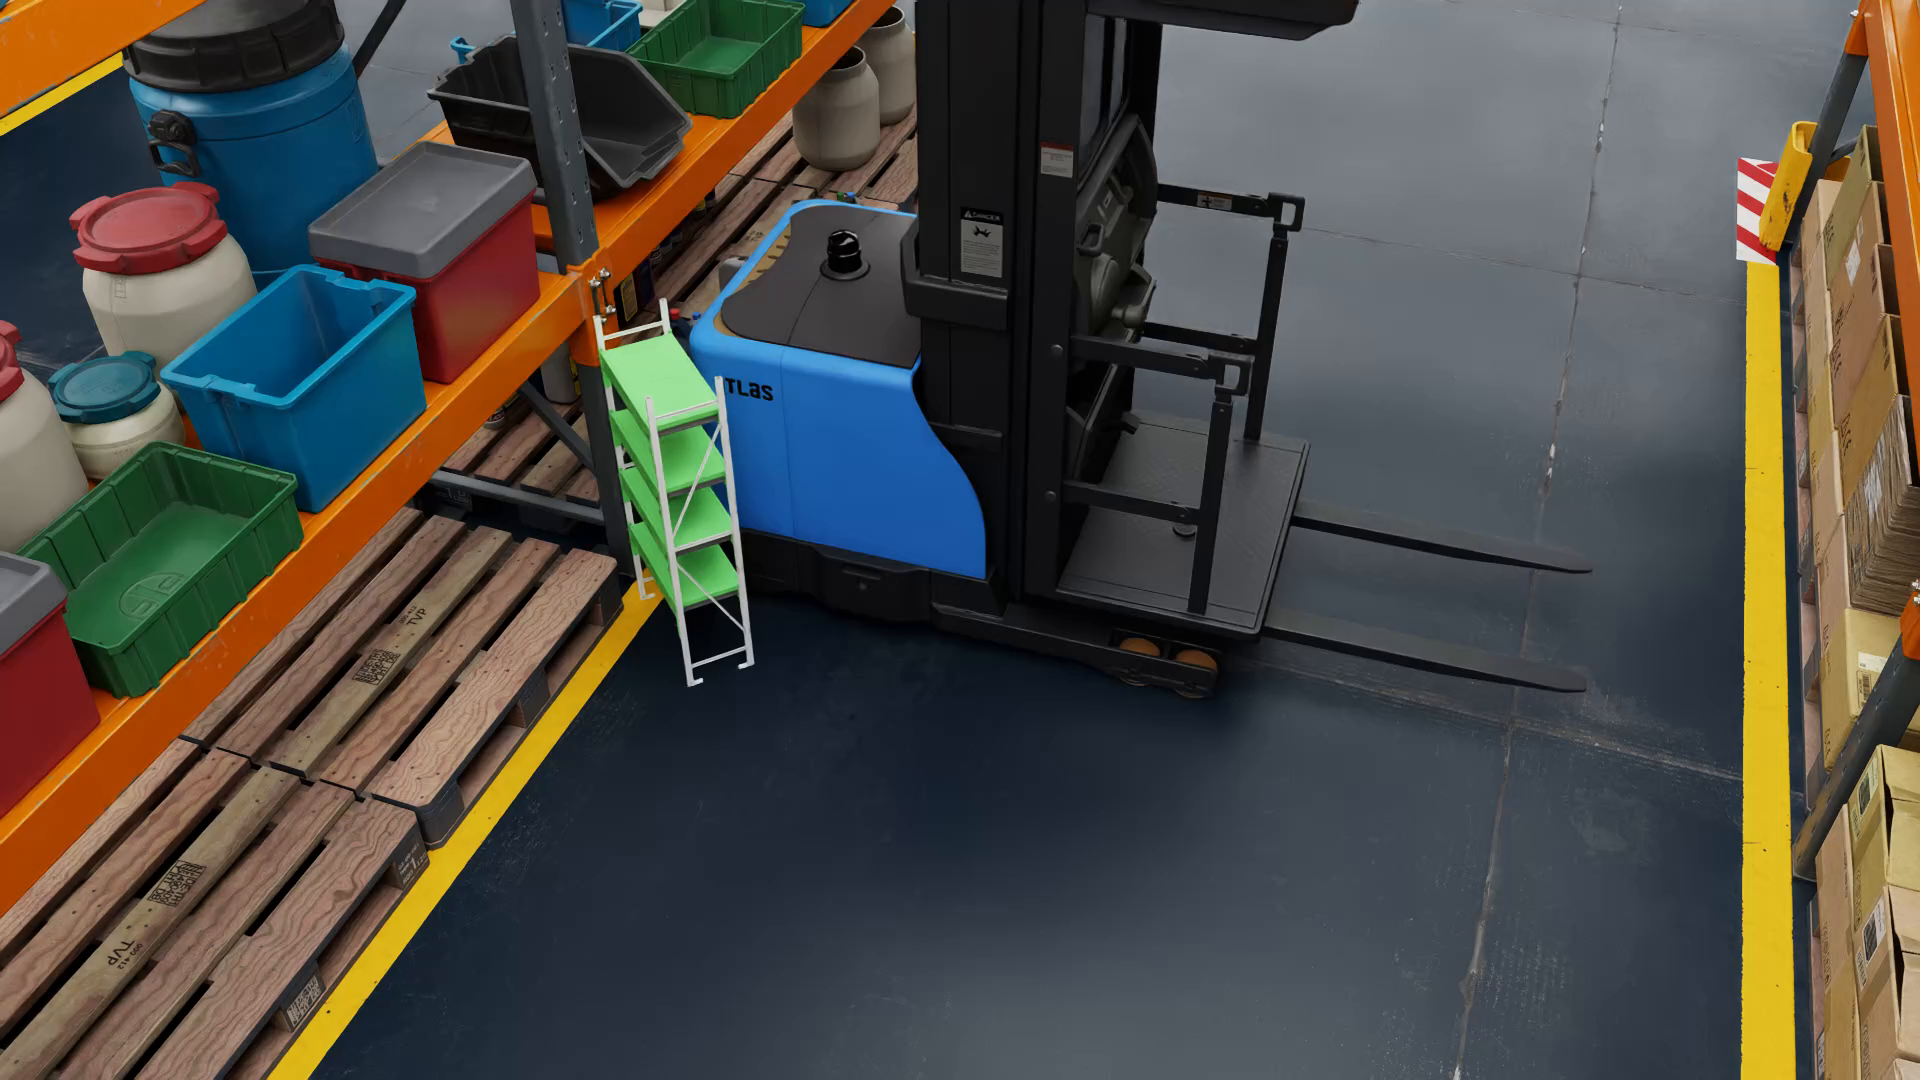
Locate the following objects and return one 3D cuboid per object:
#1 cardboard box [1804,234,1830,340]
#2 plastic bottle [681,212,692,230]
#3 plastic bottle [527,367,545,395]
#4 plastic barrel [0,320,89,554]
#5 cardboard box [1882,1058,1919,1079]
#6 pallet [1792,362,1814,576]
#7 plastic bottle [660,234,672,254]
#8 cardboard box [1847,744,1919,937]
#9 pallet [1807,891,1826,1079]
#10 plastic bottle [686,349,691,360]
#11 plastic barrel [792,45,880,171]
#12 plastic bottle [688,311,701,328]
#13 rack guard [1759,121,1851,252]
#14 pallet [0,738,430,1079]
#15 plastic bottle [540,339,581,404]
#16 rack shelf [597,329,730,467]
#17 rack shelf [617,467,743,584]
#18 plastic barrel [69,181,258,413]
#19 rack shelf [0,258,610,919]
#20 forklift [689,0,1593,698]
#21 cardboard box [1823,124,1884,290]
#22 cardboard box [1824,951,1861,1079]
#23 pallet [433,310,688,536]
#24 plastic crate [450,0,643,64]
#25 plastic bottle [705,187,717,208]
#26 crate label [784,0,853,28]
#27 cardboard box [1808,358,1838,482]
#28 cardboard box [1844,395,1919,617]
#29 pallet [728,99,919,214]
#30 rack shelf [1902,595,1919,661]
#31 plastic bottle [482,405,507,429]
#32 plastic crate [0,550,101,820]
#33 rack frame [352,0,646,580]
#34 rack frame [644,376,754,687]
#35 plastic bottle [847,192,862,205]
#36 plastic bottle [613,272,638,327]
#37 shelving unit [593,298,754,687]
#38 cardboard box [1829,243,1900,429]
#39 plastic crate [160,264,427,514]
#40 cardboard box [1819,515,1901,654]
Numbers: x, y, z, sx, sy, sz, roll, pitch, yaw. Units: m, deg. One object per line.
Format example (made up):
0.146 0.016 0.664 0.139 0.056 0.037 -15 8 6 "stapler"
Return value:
3.823 -1.011 6.919 0.500 0.250 0.500 13 42 15 "cardboard box"
-1.278 -1.545 7.504 0.061 0.283 0.133 14 42 16 "plastic bottle"
-1.689 -0.759 6.530 0.144 0.351 0.185 12 42 14 "plastic bottle"
-2.422 -0.212 4.082 0.433 0.535 0.433 0 40 0 "plastic barrel"
2.288 1.449 3.603 0.500 0.311 0.500 12 42 14 "cardboard box"
3.742 -0.202 6.324 1.003 0.211 1.213 13 42 15 "pallet"
-1.335 -1.405 7.349 0.097 0.271 0.097 0 40 0 "plastic bottle"
2.640 0.829 4.330 0.500 0.311 0.500 13 42 15 "cardboard box"
2.800 1.478 4.355 1.003 0.211 1.213 13 42 15 "pallet"
-0.972 -0.702 6.464 0.144 0.351 0.185 14 43 16 "plastic bottle"
-0.595 -2.071 7.960 0.421 0.512 0.421 0 40 0 "plastic barrel"
-1.036 -0.787 6.625 0.097 0.271 0.097 0 40 0 "plastic bottle"
4.391 -1.544 7.675 1.175 0.500 0.348 13 42 15 "rack guard"
-2.286 1.153 4.736 1.003 0.211 1.213 13 42 15 "pallet"
-1.553 -0.727 6.493 0.144 0.351 0.185 13 42 15 "plastic bottle"
-0.932 -0.453 5.215 0.258 0.148 0.480 -19 44 -21 "rack shelf"
-0.933 -0.087 5.526 0.258 0.148 0.480 -19 44 -21 "rack shelf"
-2.172 -0.659 4.607 0.433 0.535 0.433 0 40 0 "plastic barrel"
-2.322 0.351 4.082 1.077 0.370 4.000 13 42 15 "rack shelf"
0.673 -0.969 5.128 3.031 2.935 1.130 12 42 14 "forklift"
3.821 -1.296 6.676 0.500 0.500 0.500 13 42 15 "cardboard box"
2.468 1.348 4.154 0.500 0.250 0.500 14 43 16 "cardboard box"
-1.369 -0.482 6.652 1.003 0.211 1.213 13 42 15 "pallet"
-1.515 -1.821 6.188 0.499 0.251 0.616 13 42 15 "plastic crate"
-1.183 -1.675 7.665 0.097 0.271 0.097 0 40 0 "plastic bottle"
-0.646 -2.413 6.740 0.502 0.435 0.616 13 42 15 "crate label"
3.476 -0.402 6.205 0.500 0.250 0.500 13 42 15 "cardboard box"
3.150 -0.074 5.242 0.500 0.500 0.500 13 42 15 "cardboard box"
-0.535 -1.970 8.397 1.003 0.211 1.213 13 42 15 "pallet"
2.331 1.453 2.790 1.077 0.370 4.000 13 42 15 "rack shelf"
-1.807 -0.536 6.384 0.097 0.201 0.097 0 40 0 "plastic bottle"
-2.166 0.355 3.473 0.402 0.464 0.583 13 42 15 "plastic crate"
-1.638 -1.142 5.278 1.000 3.000 0.127 13 42 15 "rack frame"
-0.820 0.004 5.320 0.240 1.200 0.015 -19 44 -21 "rack frame"
-0.487 -1.467 7.476 0.097 0.201 0.097 0 40 0 "plastic bottle"
-1.408 -1.040 6.912 0.061 0.283 0.133 13 42 15 "plastic bottle"
-0.932 -0.136 5.485 0.258 1.200 0.503 -19 44 -21 "shelving unit"
3.475 -0.687 5.962 0.500 0.500 0.500 13 42 15 "cardboard box"
-1.723 -0.395 4.414 0.392 0.384 0.575 13 42 15 "plastic crate"
3.149 0.211 5.486 0.500 0.250 0.500 13 42 15 "cardboard box"
